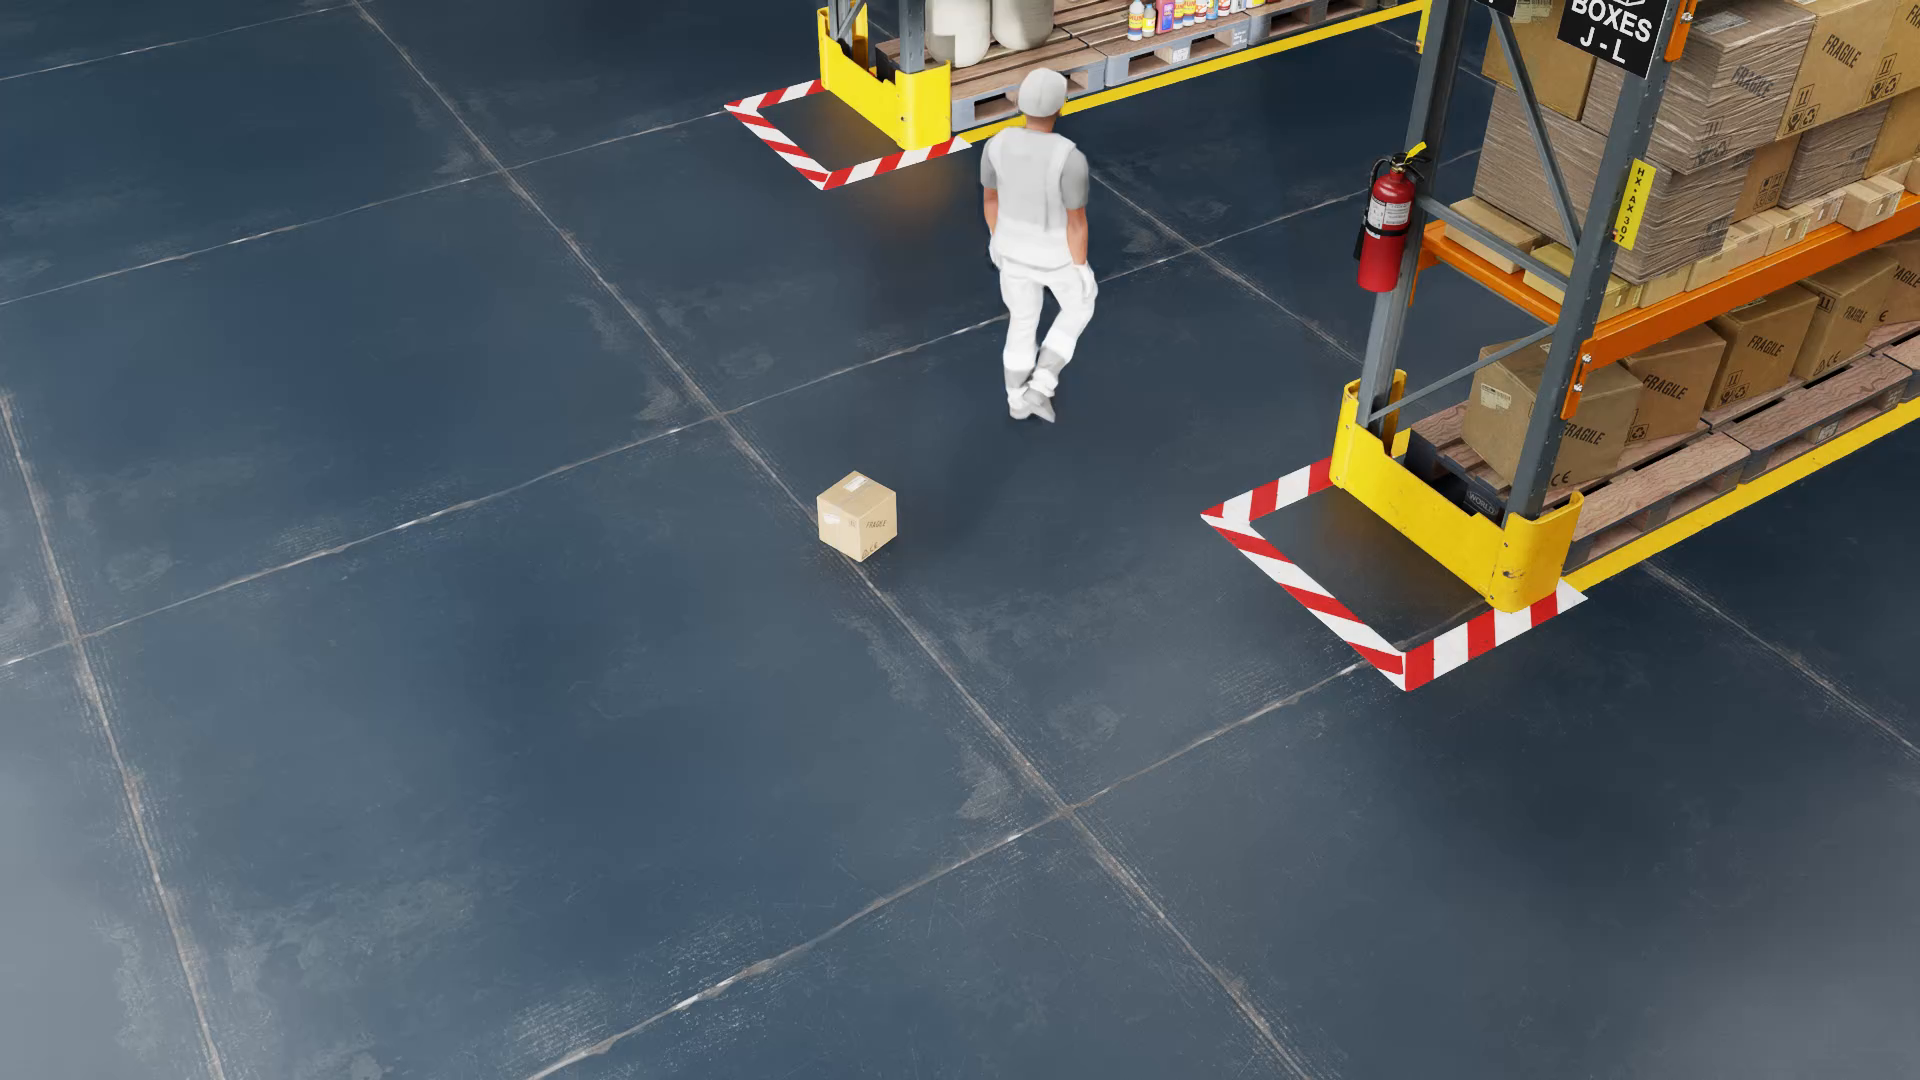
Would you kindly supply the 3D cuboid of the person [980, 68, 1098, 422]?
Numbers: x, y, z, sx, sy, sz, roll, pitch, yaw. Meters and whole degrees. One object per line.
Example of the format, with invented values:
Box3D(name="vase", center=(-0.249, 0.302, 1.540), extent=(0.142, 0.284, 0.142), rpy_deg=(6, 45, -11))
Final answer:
Box3D(name="person", center=(0.373, -1.323, 7.645), extent=(0.581, 1.783, 0.483), rpy_deg=(19, 44, 21))
